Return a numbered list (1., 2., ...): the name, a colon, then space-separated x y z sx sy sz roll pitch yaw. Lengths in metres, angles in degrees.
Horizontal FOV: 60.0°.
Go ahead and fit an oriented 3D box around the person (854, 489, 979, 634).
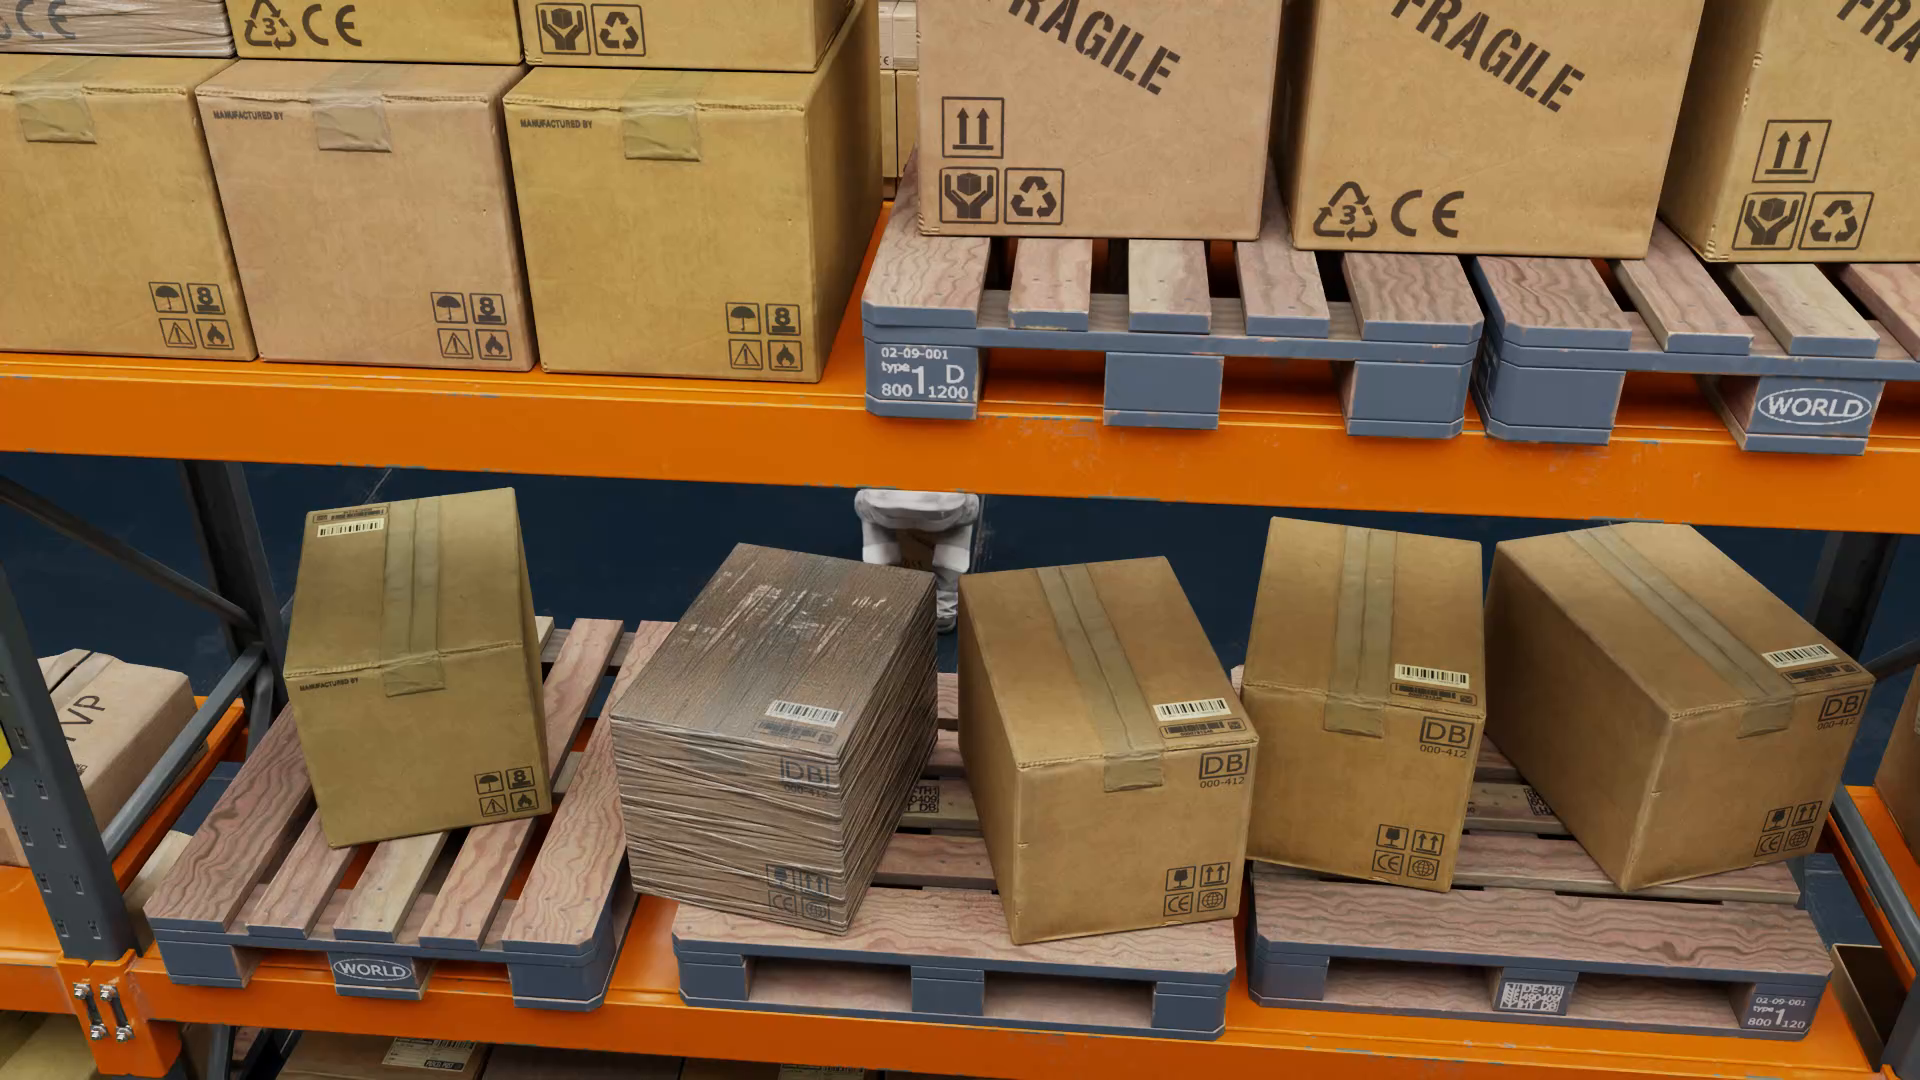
1. person: -0.182 -0.140 7.180 0.534 0.923 0.953 1 32 2
